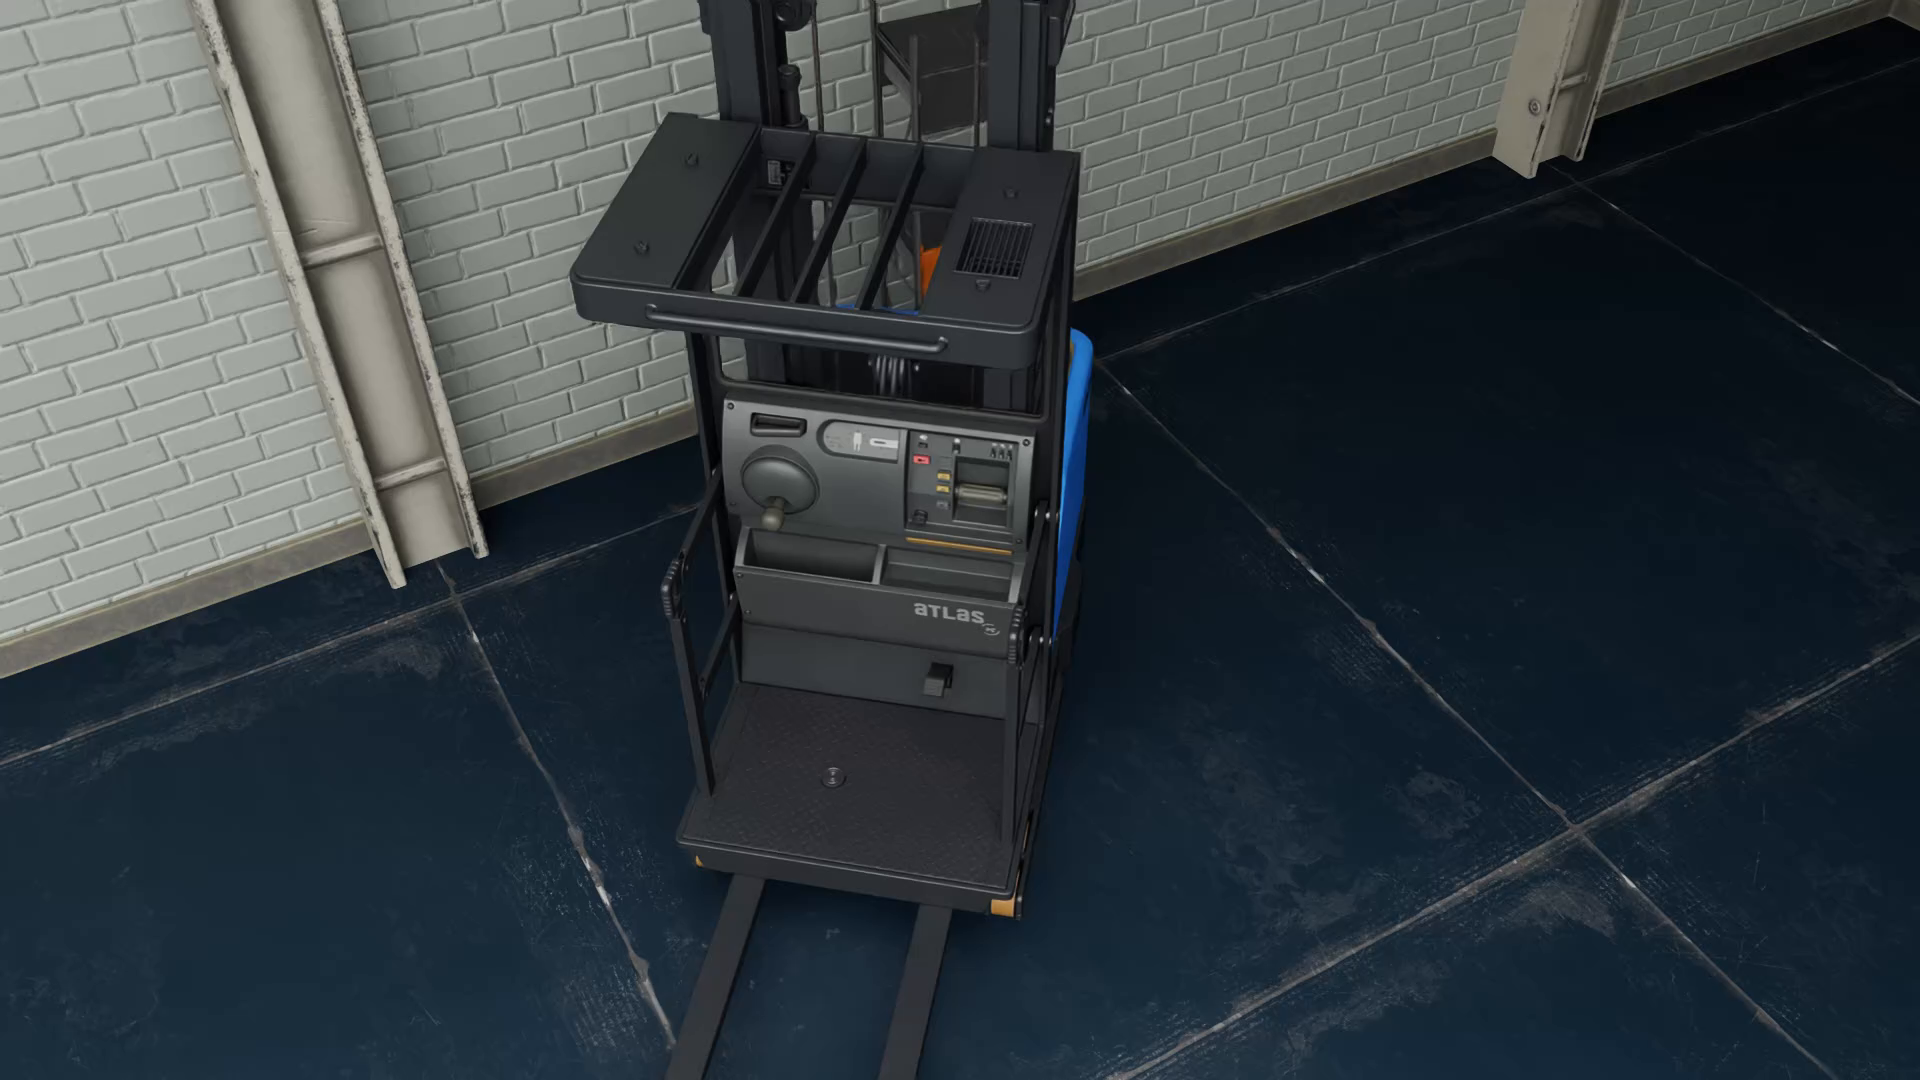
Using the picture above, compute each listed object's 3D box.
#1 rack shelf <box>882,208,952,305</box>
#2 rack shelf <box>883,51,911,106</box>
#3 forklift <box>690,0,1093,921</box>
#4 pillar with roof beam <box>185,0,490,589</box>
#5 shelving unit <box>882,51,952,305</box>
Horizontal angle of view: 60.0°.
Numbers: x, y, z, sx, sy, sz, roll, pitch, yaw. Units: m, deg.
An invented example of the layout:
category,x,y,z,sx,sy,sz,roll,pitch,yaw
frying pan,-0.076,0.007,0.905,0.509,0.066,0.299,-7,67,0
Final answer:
category,x,y,z,sx,sy,sz,roll,pitch,yaw
rack shelf,-0.001,-1.069,6.363,0.480,0.518,0.431,-17,47,-17
rack shelf,-0.001,-1.643,5.806,0.442,0.100,0.332,-17,47,-17
forklift,-0.284,-0.099,4.748,1.130,2.935,3.031,7,45,8
pillar with roof beam,0.007,-0.596,0.903,0.400,9.000,9.100,-22,48,-21
shelving unit,0.004,-1.080,6.356,0.492,2.100,0.431,-17,47,-17
